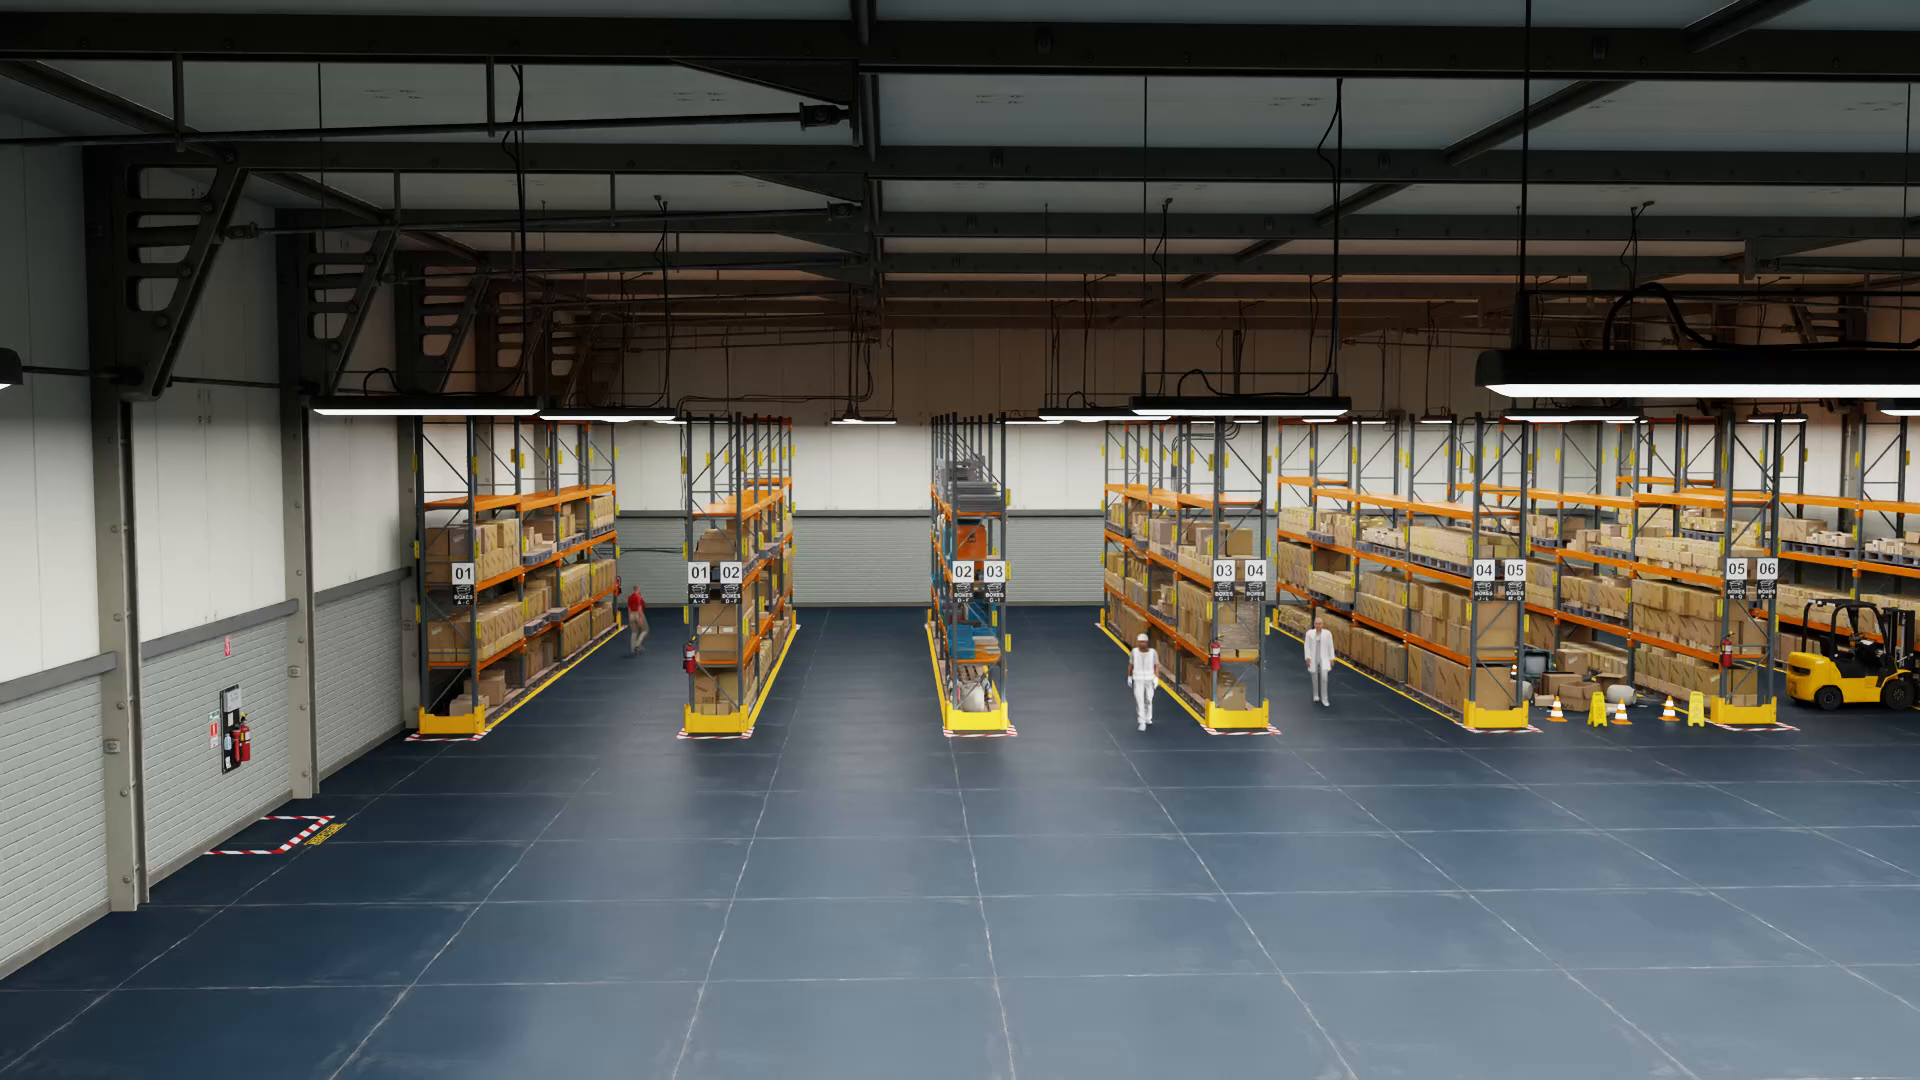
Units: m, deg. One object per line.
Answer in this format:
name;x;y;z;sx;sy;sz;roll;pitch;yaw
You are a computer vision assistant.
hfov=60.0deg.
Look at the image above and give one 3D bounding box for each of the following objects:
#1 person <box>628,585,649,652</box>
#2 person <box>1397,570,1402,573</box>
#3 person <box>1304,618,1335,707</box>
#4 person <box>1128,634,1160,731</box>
person;-8.186;1.988;42.070;0.577;1.703;0.479;2;4;21
person;12.503;1.644;47.630;0.909;1.633;0.463;2;4;28
person;7.433;2.518;34.443;0.608;1.827;0.791;2;4;22
person;3.503;2.685;31.675;0.588;1.793;0.832;0;4;4
